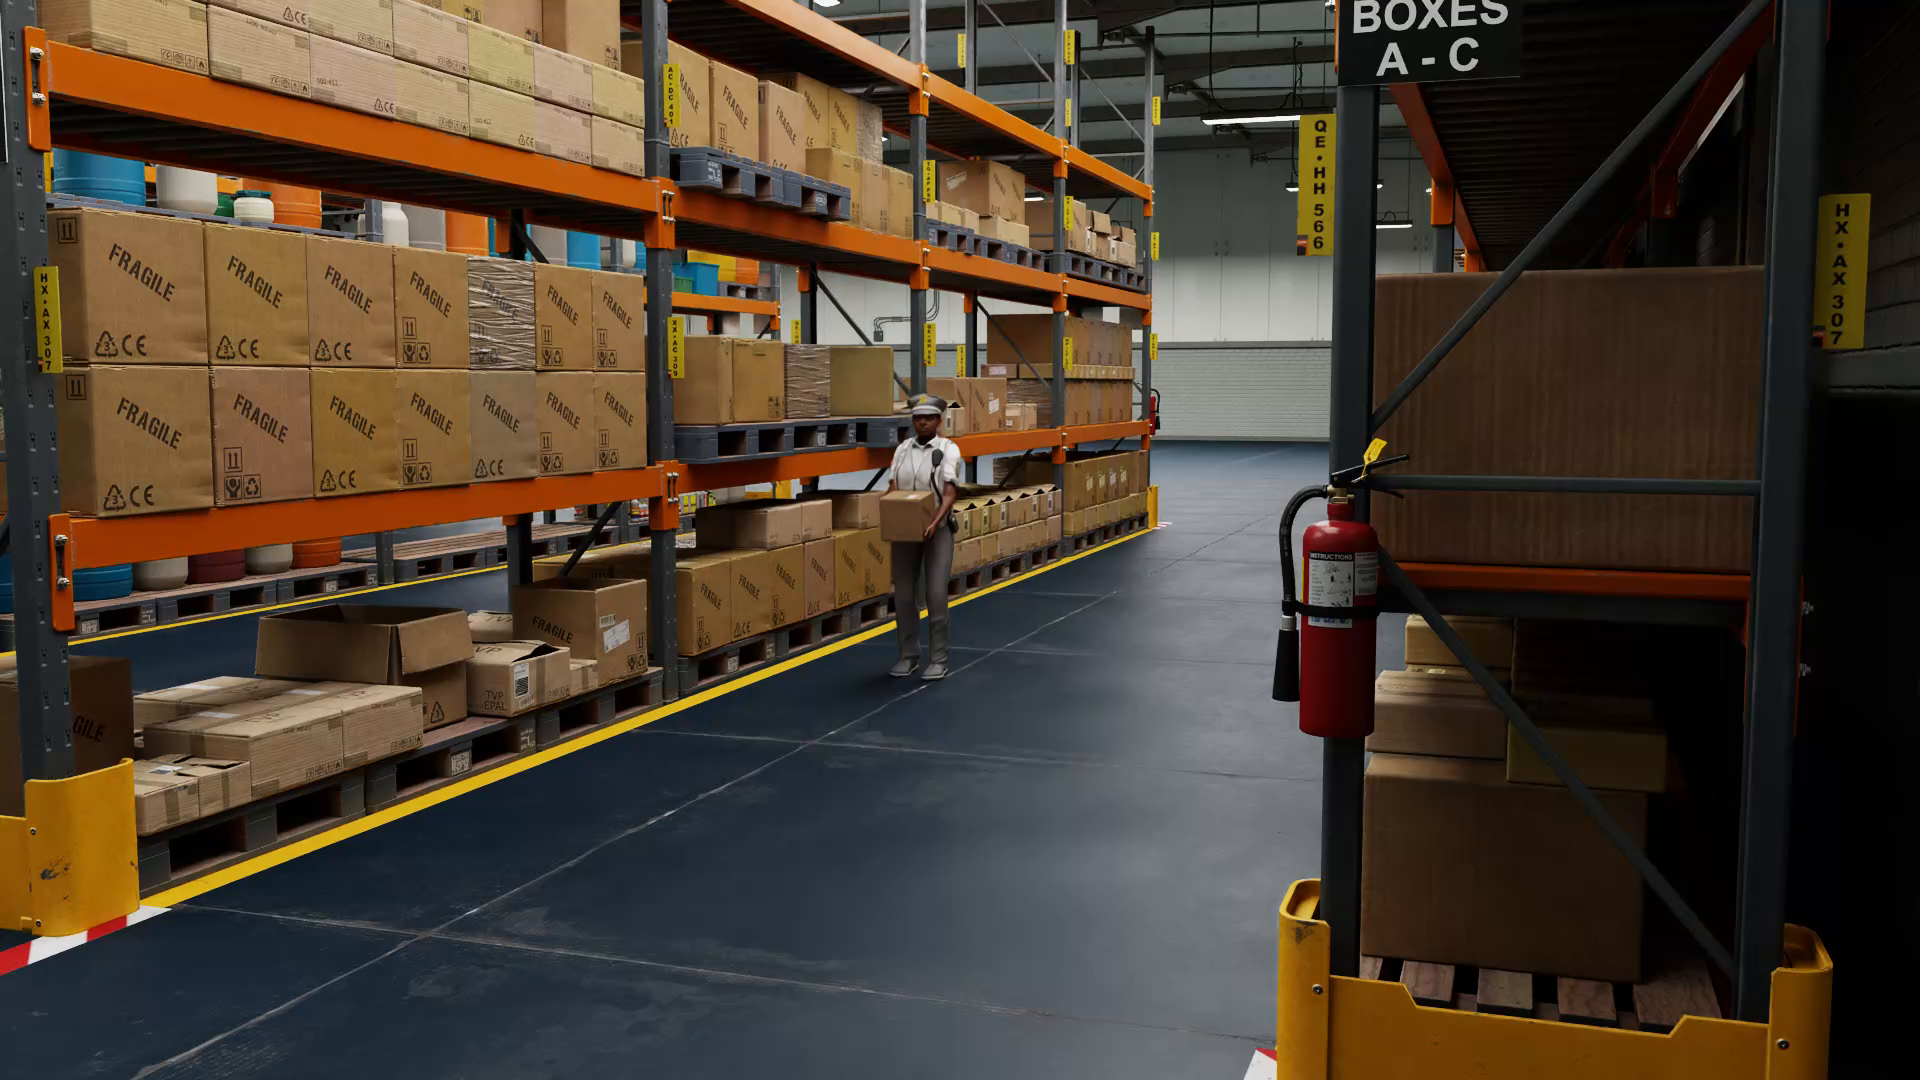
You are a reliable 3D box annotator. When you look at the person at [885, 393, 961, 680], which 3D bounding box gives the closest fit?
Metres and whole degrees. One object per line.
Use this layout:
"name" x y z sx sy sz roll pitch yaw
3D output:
"person" -0.241 -0.019 9.863 0.441 1.688 0.514 2 6 18
